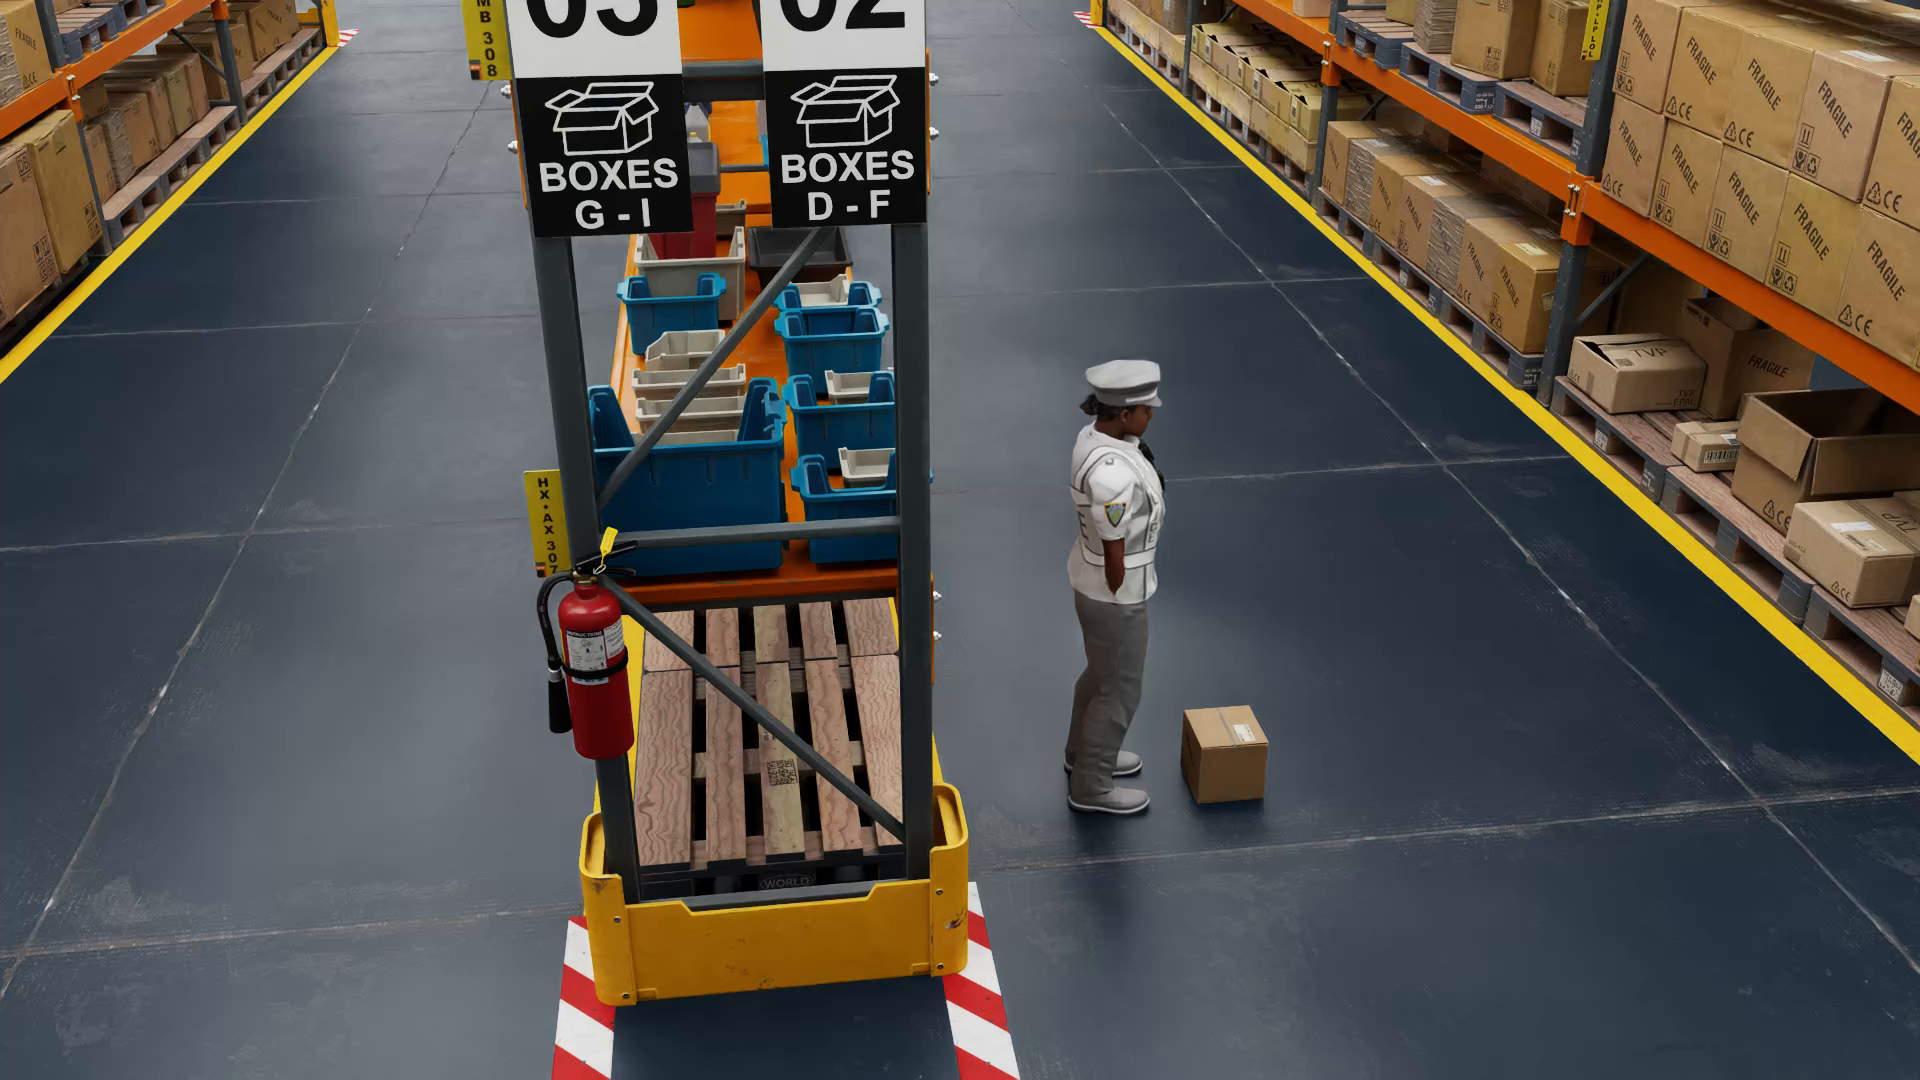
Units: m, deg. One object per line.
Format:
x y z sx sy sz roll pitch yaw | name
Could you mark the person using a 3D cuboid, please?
0.539 0.169 5.813 0.341 1.658 0.438 0 27 0 | person
